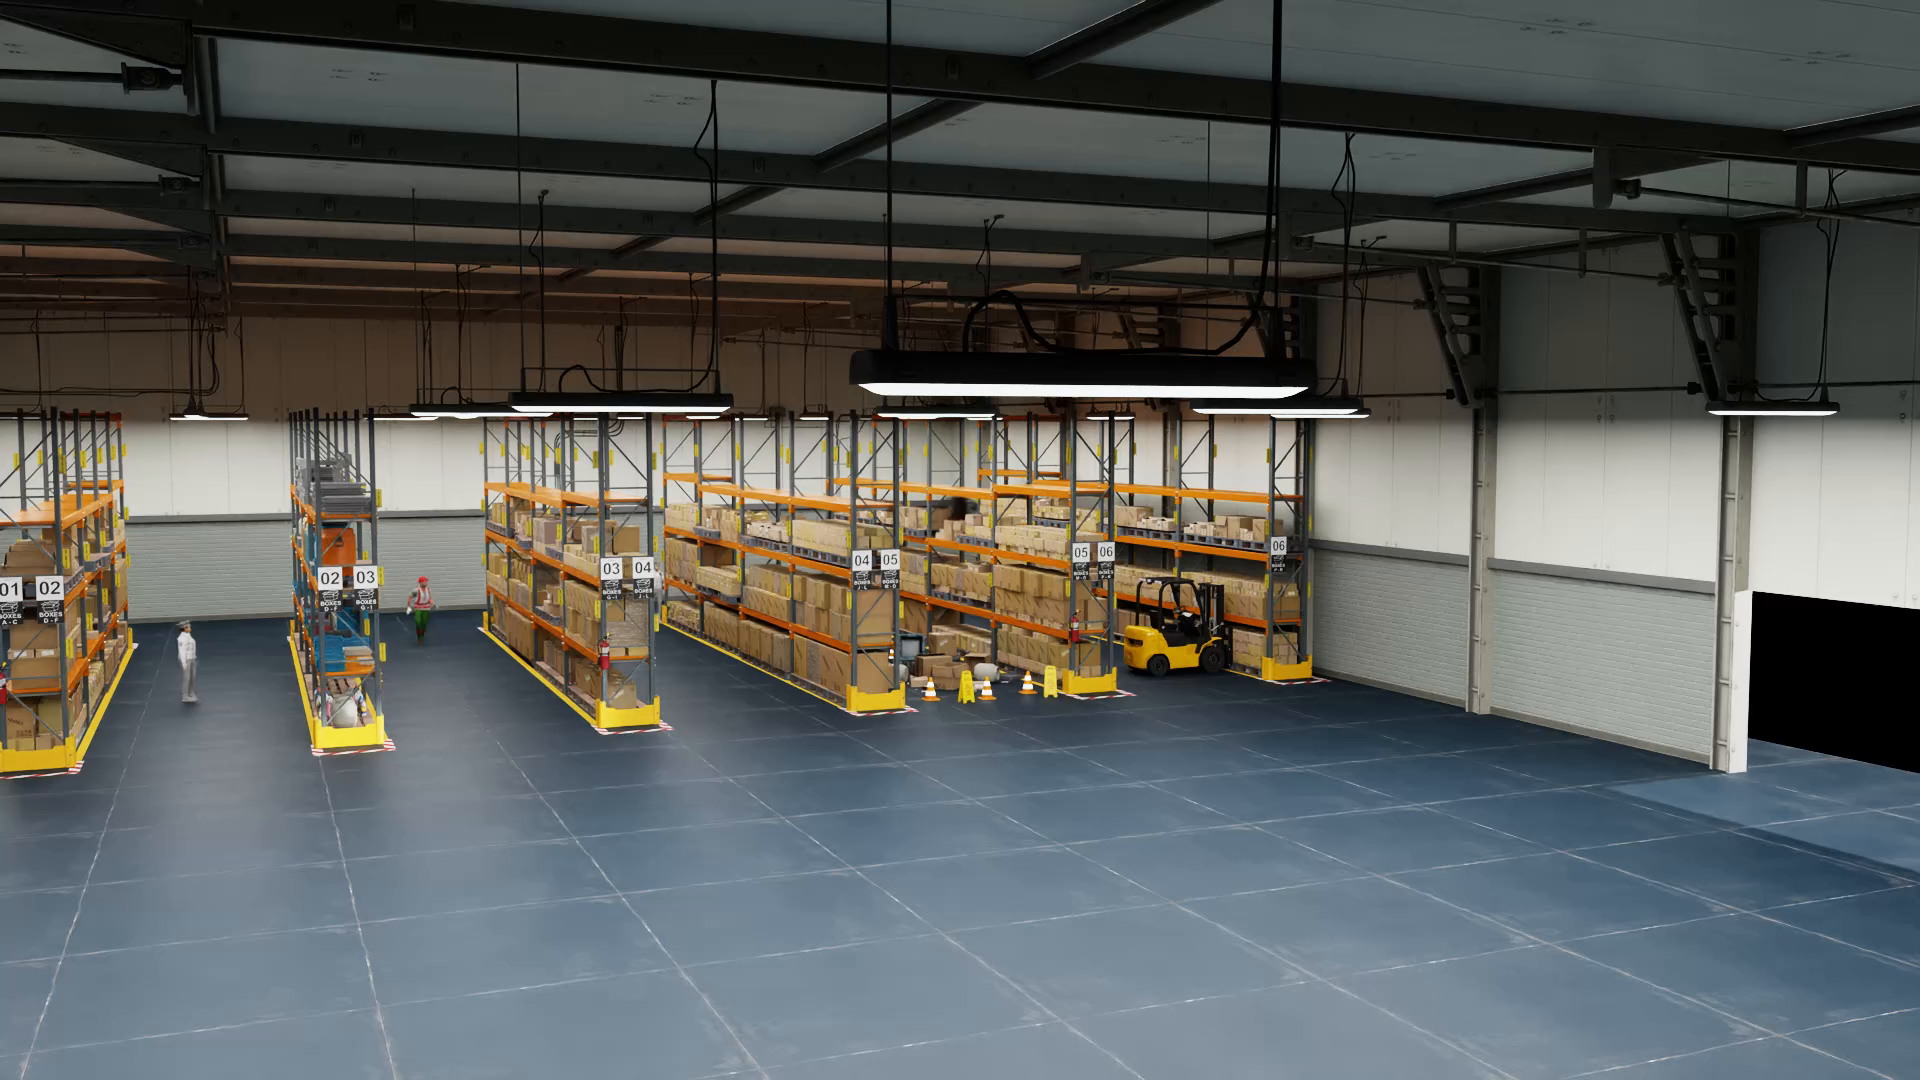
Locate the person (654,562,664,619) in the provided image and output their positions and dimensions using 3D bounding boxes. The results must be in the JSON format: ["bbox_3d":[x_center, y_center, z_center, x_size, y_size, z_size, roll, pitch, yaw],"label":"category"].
[{"bbox_3d":[-8.926,1.502,48.848,0.551,1.751,0.369,0,4,-6],"label":"person"}]

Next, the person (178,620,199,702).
[{"bbox_3d":[-15.920,2.501,34.304,0.367,1.712,0.539,1,4,9],"label":"person"}]

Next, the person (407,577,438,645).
[{"bbox_3d":[-14.020,1.851,43.340,0.757,1.812,0.877,-2,4,-25],"label":"person"}]
